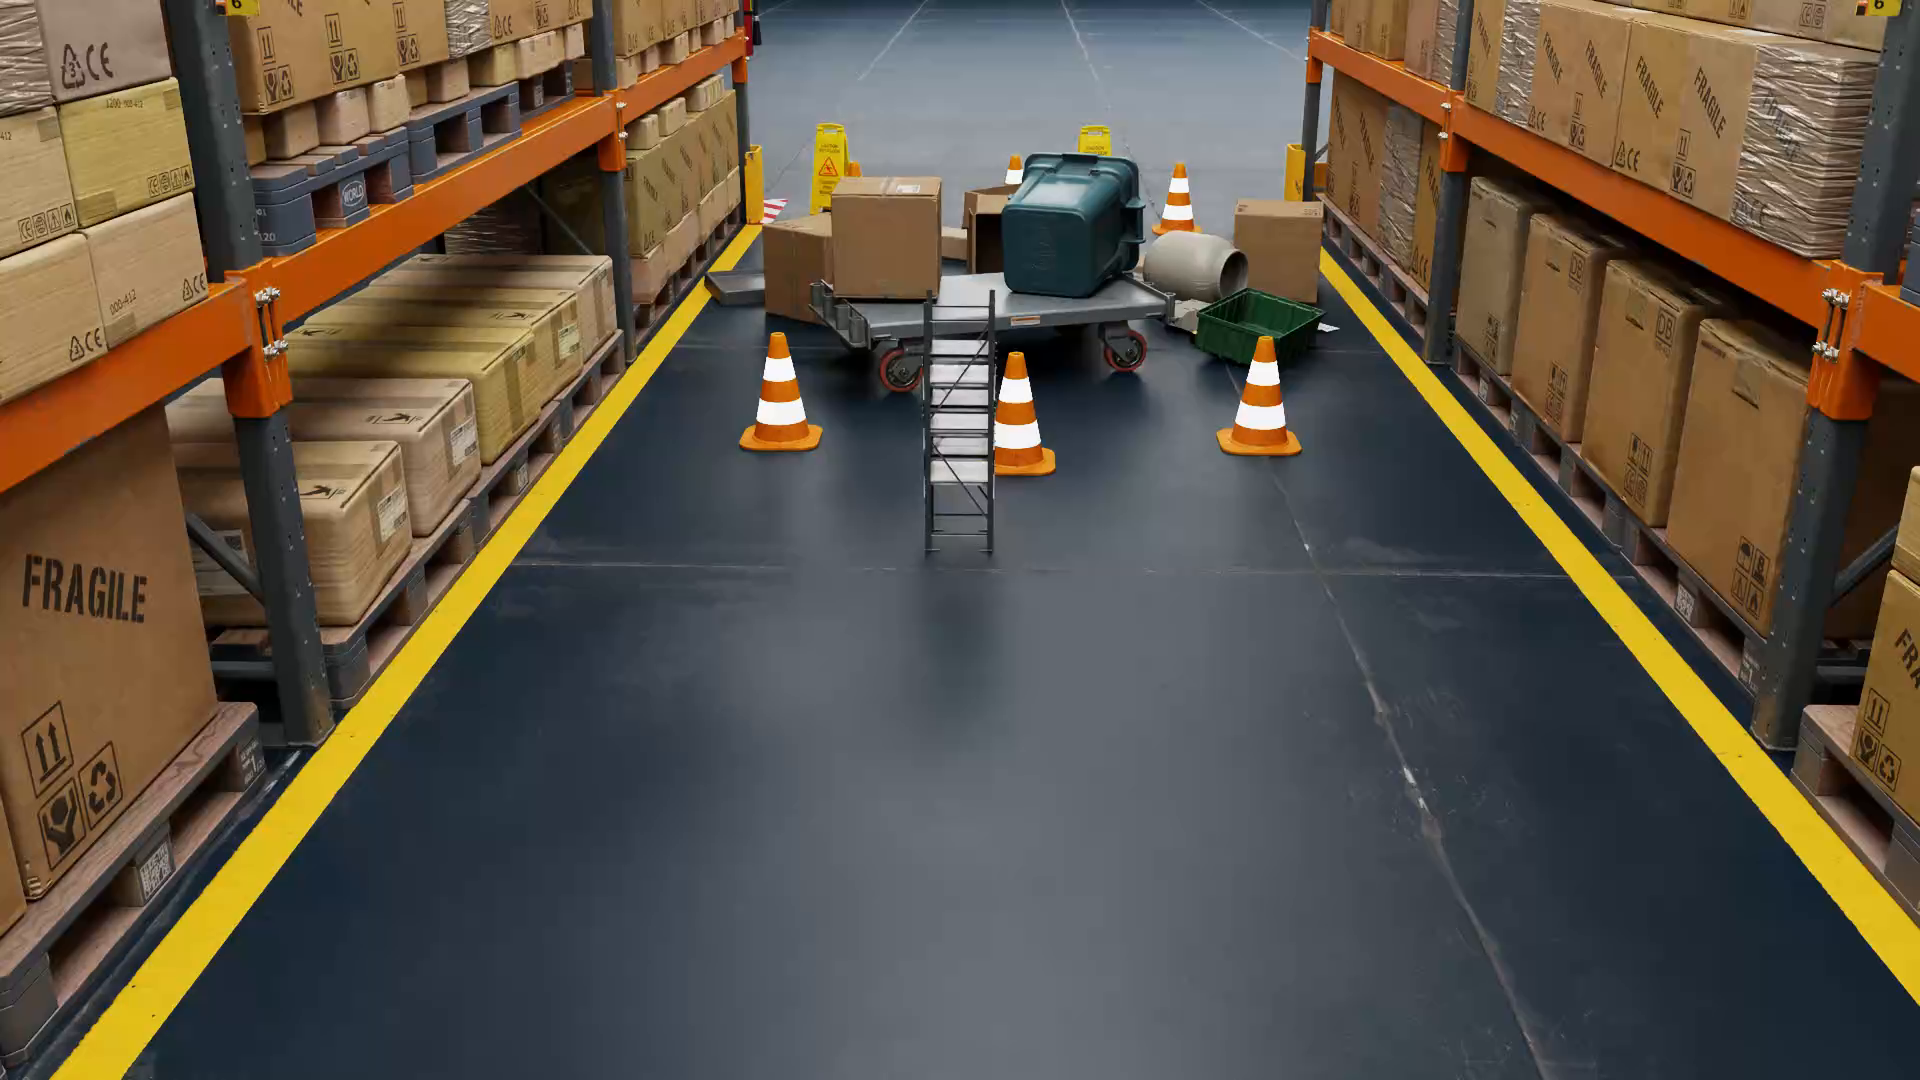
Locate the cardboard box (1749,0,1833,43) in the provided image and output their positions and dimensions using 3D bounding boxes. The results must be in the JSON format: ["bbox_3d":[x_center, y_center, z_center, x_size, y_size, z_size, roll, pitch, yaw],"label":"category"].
[{"bbox_3d":[2.738,-1.691,4.719,0.700,0.500,0.500,0,21,1],"label":"cardboard box"}]

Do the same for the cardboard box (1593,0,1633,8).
[{"bbox_3d":[2.783,-2.244,6.144,0.700,0.500,0.500,1,21,2],"label":"cardboard box"}]

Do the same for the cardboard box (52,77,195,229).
[{"bbox_3d":[-2.012,-0.836,3.553,0.500,0.250,0.500,1,21,1],"label":"cardboard box"}]

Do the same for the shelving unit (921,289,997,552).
[{"bbox_3d":[0.000,-0.417,5.859,0.258,0.900,0.210,1,21,2],"label":"shelving unit"}]

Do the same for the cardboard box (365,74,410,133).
[{"bbox_3d":[-1.929,-1.345,5.114,0.380,0.149,0.250,1,21,2],"label":"cardboard box"}]

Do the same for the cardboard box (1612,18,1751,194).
[{"bbox_3d":[2.477,-1.406,5.369,0.500,0.500,0.500,0,21,1],"label":"cardboard box"}]

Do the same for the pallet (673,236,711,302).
[{"bbox_3d":[-2.110,-1.683,10.074,1.003,0.211,1.213,1,21,2],"label":"pallet"}]

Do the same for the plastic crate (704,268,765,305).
[{"bbox_3d":[-1.262,-1.495,9.770,0.402,0.080,0.583,-7,22,-17],"label":"plastic crate"}]

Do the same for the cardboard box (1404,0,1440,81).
[{"bbox_3d":[2.815,-2.682,8.587,0.875,0.550,0.550,1,21,2],"label":"cardboard box"}]

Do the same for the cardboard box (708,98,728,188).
[{"bbox_3d":[-1.784,-2.526,10.575,0.500,0.500,0.500,1,21,4],"label":"cardboard box"}]

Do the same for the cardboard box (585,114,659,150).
[{"bbox_3d":[-1.778,-2.118,8.628,0.380,0.149,0.250,1,21,2],"label":"cardboard box"}]

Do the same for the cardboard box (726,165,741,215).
[{"bbox_3d":[-1.764,-2.353,11.168,0.500,0.250,0.500,1,21,1],"label":"cardboard box"}]

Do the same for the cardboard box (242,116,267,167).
[{"bbox_3d":[-2.055,-1.045,4.342,0.380,0.149,0.250,-1,21,-1],"label":"cardboard box"}]

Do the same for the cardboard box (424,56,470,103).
[{"bbox_3d":[-1.957,-1.629,5.847,0.380,0.149,0.250,1,21,3],"label":"cardboard box"}]

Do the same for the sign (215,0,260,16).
[{"bbox_3d":[-1.696,-1.386,3.853,0.100,0.325,0.005,1,21,2],"label":"sign"}]

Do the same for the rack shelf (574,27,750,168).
[{"bbox_3d":[-2.068,-2.685,9.796,1.077,0.370,4.000,1,21,2],"label":"rack shelf"}]

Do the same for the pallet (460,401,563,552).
[{"bbox_3d":[-2.186,-0.273,6.442,1.003,0.211,1.213,1,21,2],"label":"pallet"}]

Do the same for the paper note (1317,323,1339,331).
[{"bbox_3d":[1.937,-1.148,8.946,0.147,0.020,0.142,-16,26,-35],"label":"paper note"}]

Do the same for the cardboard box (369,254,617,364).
[{"bbox_3d":[-2.143,-1.078,7.713,0.950,0.372,0.625,1,21,2],"label":"cardboard box"}]

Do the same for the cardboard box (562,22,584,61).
[{"bbox_3d":[-1.869,-2.187,7.285,0.380,0.149,0.250,1,21,2],"label":"cardboard box"}]

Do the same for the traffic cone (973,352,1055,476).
[{"bbox_3d":[0.223,-0.535,6.768,0.336,0.463,0.334,1,21,2],"label":"traffic cone"}]

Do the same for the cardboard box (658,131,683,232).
[{"bbox_3d":[-1.837,-1.965,9.130,0.500,0.500,0.500,1,21,4],"label":"cardboard box"}]

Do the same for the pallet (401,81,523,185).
[{"bbox_3d":[-2.232,-1.478,5.956,1.003,0.211,1.213,1,21,2],"label":"pallet"}]

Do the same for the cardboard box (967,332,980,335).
[{"bbox_3d":[0.041,-1.293,8.995,0.258,0.266,0.396,-16,26,-35],"label":"cardboard box"}]

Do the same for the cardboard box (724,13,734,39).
[{"bbox_3d":[-1.702,-3.396,10.982,0.380,0.149,0.250,0,21,1],"label":"cardboard box"}]

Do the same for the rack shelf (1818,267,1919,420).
[{"bbox_3d":[2.639,0.226,2.295,1.077,0.370,4.000,1,21,2],"label":"rack shelf"}]

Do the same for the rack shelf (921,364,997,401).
[{"bbox_3d":[0.000,-0.553,5.806,0.258,0.077,0.200,1,21,2],"label":"rack shelf"}]

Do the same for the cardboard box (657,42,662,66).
[{"bbox_3d":[-1.846,-2.664,9.097,0.380,0.149,0.250,1,21,1],"label":"cardboard box"}]

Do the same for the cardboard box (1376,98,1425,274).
[{"bbox_3d":[2.934,-2.037,9.489,0.875,0.875,0.875,1,21,2],"label":"cardboard box"}]

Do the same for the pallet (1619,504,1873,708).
[{"bbox_3d":[2.799,0.183,5.266,1.003,0.211,1.213,1,21,2],"label":"pallet"}]

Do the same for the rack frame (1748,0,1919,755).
[{"bbox_3d":[2.700,-0.833,4.029,1.000,3.000,0.127,1,21,2],"label":"rack frame"}]

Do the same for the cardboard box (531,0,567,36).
[{"bbox_3d":[-1.928,-2.329,6.756,0.500,0.500,0.500,1,21,2],"label":"cardboard box"}]

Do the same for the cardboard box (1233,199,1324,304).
[{"bbox_3d":[1.843,-1.688,9.684,0.500,0.500,0.500,4,22,11],"label":"cardboard box"}]

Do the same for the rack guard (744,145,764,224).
[{"bbox_3d":[-2.010,-2.551,11.911,1.175,0.500,0.348,1,21,2],"label":"rack guard"}]

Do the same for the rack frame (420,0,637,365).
[{"bbox_3d":[-2.129,-2.297,7.803,1.000,3.000,0.127,1,21,2],"label":"rack frame"}]

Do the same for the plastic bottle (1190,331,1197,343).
[{"bbox_3d":[1.322,-1.026,8.588,0.133,0.061,0.283,-11,24,-26],"label":"plastic bottle"}]

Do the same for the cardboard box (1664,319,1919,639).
[{"bbox_3d":[2.808,-0.199,4.925,1.050,0.750,0.750,0,21,1],"label":"cardboard box"}]

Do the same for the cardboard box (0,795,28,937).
[{"bbox_3d":[-2.386,0.515,2.911,0.875,0.875,0.875,1,21,2],"label":"cardboard box"}]

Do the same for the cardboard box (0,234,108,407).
[{"bbox_3d":[-2.007,-0.410,3.147,0.500,0.250,0.500,1,21,3],"label":"cardboard box"}]

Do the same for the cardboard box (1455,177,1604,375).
[{"bbox_3d":[2.893,-1.201,7.506,1.050,0.750,0.750,1,21,1],"label":"cardboard box"}]

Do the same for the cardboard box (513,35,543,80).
[{"bbox_3d":[-1.871,-1.906,6.561,0.380,0.149,0.250,1,21,2],"label":"cardboard box"}]

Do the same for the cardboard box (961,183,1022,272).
[{"bbox_3d":[0.470,-1.917,10.273,0.797,0.503,0.637,-16,26,-35],"label":"cardboard box"}]

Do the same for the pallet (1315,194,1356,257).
[{"bbox_3d":[2.997,-2.135,11.241,1.003,0.211,1.213,1,21,2],"label":"pallet"}]

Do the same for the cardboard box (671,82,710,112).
[{"bbox_3d":[-1.736,-2.697,10.121,0.380,0.149,0.250,2,21,4],"label":"cardboard box"}]

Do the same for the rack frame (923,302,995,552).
[{"bbox_3d":[-0.003,-0.380,5.764,0.240,0.900,0.006,1,21,2],"label":"rack frame"}]

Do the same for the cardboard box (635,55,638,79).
[{"bbox_3d":[-1.843,-2.382,8.369,0.380,0.149,0.250,1,21,3],"label":"cardboard box"}]

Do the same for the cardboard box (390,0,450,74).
[{"bbox_3d":[-1.988,-1.773,5.321,0.500,0.500,0.500,1,21,3],"label":"cardboard box"}]

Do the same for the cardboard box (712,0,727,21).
[{"bbox_3d":[-1.768,-3.548,10.478,0.500,0.500,0.500,1,21,2],"label":"cardboard box"}]

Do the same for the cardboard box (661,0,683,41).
[{"bbox_3d":[-1.817,-3.002,9.069,0.500,0.500,0.500,0,21,1],"label":"cardboard box"}]

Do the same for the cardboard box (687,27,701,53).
[{"bbox_3d":[-1.774,-3.026,10.027,0.380,0.149,0.250,0,21,1],"label":"cardboard box"}]

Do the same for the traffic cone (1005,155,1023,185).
[{"bbox_3d":[0.389,-2.502,11.837,0.336,0.463,0.334,1,21,2],"label":"traffic cone"}]

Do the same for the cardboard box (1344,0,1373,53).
[{"bbox_3d":[2.840,-3.261,10.078,0.875,0.550,0.550,1,21,2],"label":"cardboard box"}]

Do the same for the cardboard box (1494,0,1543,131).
[{"bbox_3d":[2.522,-1.956,6.785,0.500,0.500,0.500,1,21,2],"label":"cardboard box"}]

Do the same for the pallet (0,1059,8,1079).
[{"bbox_3d":[-2.390,1.173,2.713,1.003,0.211,1.213,1,21,2],"label":"pallet"}]

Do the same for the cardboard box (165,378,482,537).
[{"bbox_3d":[-2.209,-0.293,5.689,0.950,0.372,0.625,0,21,1],"label":"cardboard box"}]

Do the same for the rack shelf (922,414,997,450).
[{"bbox_3d":[0.000,-0.386,5.871,0.258,0.077,0.200,1,21,2],"label":"rack shelf"}]

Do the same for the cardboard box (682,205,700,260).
[{"bbox_3d":[-1.823,-1.806,9.758,0.500,0.250,0.500,0,21,1],"label":"cardboard box"}]
